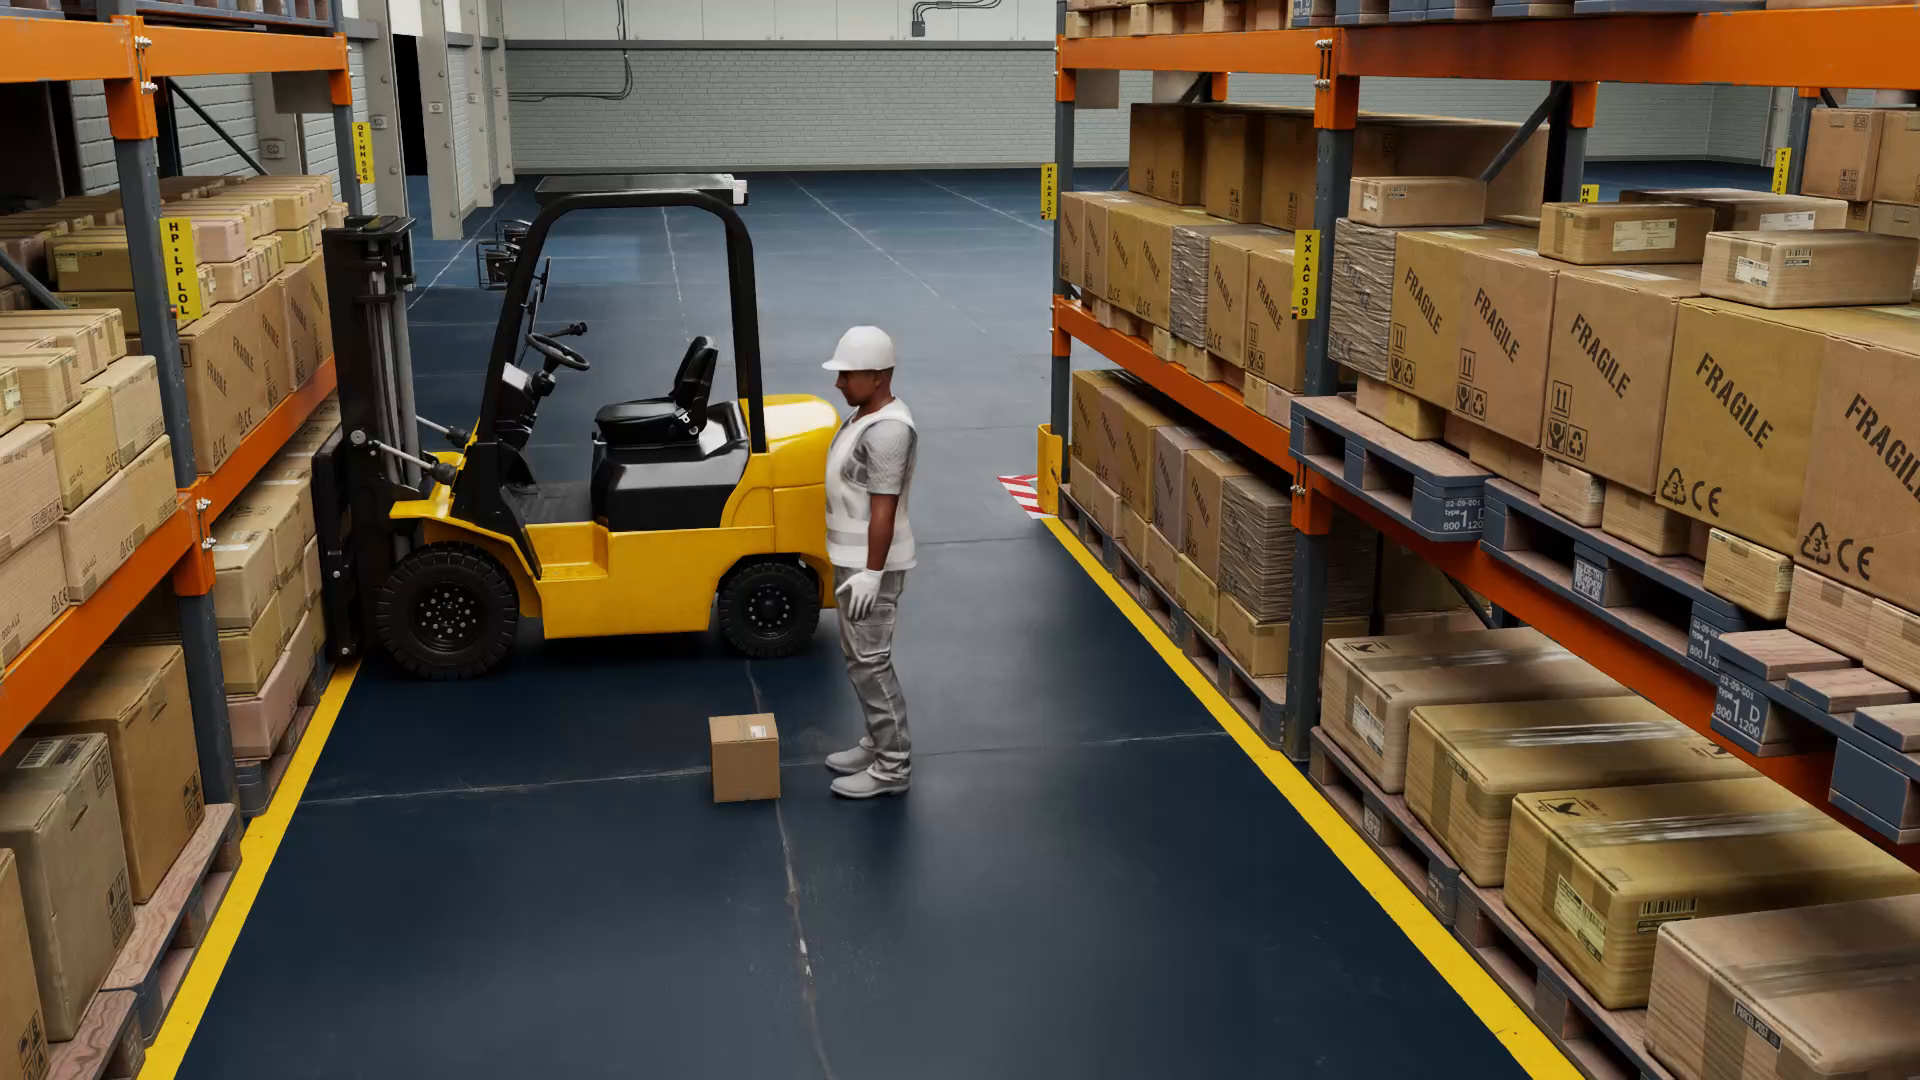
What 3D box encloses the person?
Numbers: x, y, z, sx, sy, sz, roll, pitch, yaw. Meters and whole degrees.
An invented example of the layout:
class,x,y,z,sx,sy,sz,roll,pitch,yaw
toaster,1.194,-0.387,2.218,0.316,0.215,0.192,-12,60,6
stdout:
class,x,y,z,sx,sy,sz,roll,pitch,yaw
person,-0.335,0.084,6.221,0.359,1.779,0.548,-3,16,-9
